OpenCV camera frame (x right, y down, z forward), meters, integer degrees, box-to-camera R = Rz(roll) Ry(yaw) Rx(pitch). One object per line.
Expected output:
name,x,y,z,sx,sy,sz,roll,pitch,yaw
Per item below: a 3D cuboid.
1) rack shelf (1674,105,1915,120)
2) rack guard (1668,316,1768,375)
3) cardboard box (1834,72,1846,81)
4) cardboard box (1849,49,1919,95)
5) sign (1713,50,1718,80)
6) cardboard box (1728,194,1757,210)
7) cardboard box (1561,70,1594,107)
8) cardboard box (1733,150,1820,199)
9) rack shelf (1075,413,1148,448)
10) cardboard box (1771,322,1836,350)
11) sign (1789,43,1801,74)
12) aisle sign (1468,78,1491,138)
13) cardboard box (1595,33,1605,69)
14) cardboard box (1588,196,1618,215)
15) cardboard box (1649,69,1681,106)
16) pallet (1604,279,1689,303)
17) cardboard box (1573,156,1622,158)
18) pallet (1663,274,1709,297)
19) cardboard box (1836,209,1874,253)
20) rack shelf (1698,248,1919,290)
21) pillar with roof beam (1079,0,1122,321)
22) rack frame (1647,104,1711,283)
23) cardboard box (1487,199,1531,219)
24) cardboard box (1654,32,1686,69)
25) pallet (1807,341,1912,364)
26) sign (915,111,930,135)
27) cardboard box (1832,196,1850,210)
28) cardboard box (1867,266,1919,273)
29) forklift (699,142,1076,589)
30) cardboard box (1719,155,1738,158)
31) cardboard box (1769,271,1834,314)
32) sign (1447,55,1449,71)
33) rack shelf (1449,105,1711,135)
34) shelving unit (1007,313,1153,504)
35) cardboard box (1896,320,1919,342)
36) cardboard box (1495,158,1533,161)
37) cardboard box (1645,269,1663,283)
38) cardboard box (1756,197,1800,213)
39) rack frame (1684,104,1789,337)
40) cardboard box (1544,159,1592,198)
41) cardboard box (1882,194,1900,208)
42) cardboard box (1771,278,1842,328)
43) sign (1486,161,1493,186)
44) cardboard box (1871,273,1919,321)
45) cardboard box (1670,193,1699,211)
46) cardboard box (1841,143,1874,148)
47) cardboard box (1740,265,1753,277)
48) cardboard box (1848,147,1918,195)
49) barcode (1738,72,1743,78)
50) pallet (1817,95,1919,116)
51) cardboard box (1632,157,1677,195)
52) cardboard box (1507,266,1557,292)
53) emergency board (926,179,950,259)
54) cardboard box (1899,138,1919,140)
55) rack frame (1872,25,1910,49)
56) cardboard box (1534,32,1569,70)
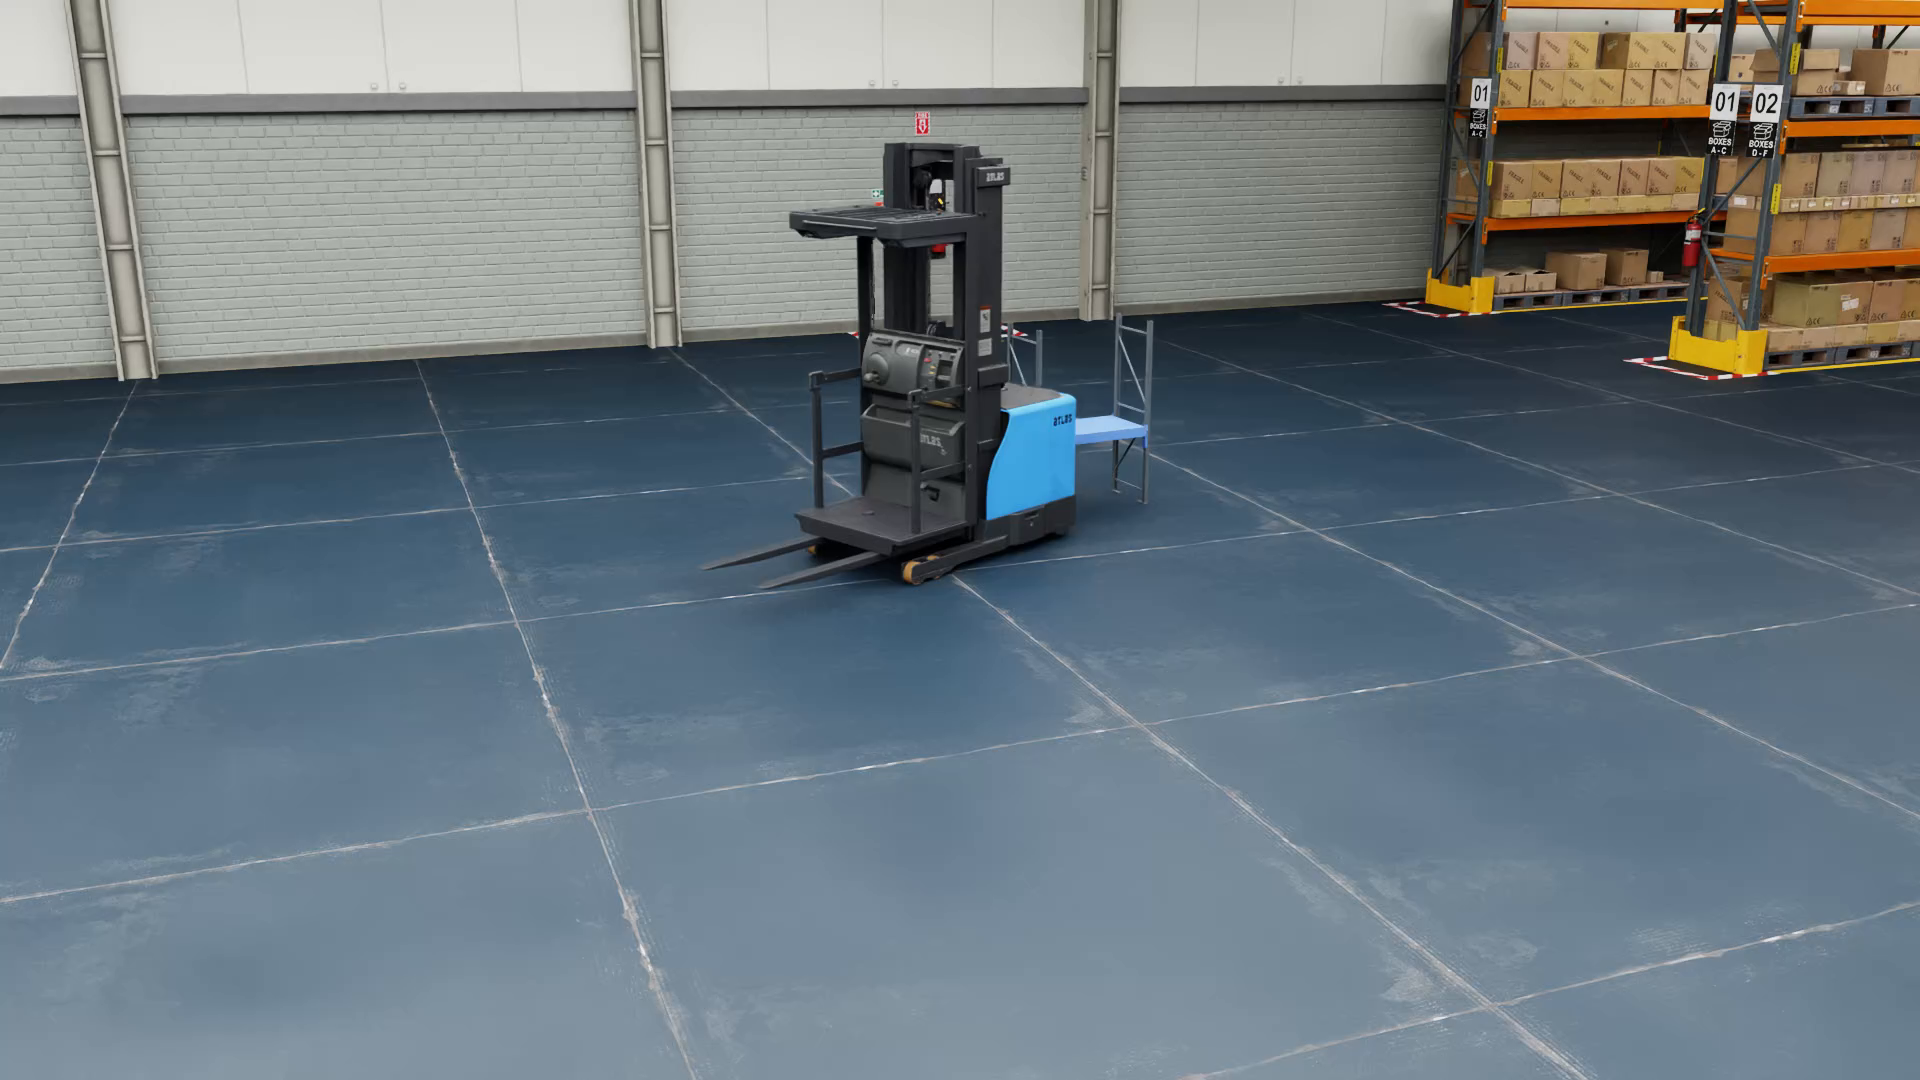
rack shelf,12.741,-6.503,25.372,4.000,0.370,1.077,-6,17,-20
rack guard,8.892,-2.299,19.540,0.348,0.500,1.175,-6,17,-20
cardboard box,9.895,-5.322,19.348,0.500,0.250,0.500,-6,17,-20
cardboard box,10.563,-5.352,19.006,0.500,0.500,0.500,-6,17,-20
sign,8.733,-5.471,19.151,0.005,0.325,0.100,-6,17,-20
cardboard box,9.203,-3.949,19.393,0.250,0.149,0.380,-6,18,-21
cardboard box,8.538,-6.367,23.419,0.500,0.500,0.500,-5,17,-18
cardboard box,9.404,-4.220,19.166,0.500,0.500,0.700,-6,17,-20
rack shelf,0.954,-0.836,13.423,1.000,0.185,0.538,-8,18,-26
cardboard box,9.960,-2.430,19.684,0.500,0.250,0.500,-6,17,-20
sign,9.107,-5.251,18.140,0.005,0.325,0.100,-6,17,-20
aisle sign,7.179,-5.965,22.974,0.004,0.787,0.394,-6,17,-20
cardboard box,8.894,-7.043,23.948,0.500,0.500,0.500,-6,17,-20
cardboard box,9.138,-4.863,24.067,0.500,0.250,0.500,-6,17,-20
cardboard box,10.014,-6.540,24.010,0.500,0.500,0.500,-8,18,-25
pallet,10.259,-3.792,25.137,1.213,0.211,1.003,-6,17,-20
cardboard box,9.408,-5.412,24.605,0.500,0.500,0.500,-6,17,-19
pallet,11.600,-3.948,25.668,1.213,0.211,1.003,-6,17,-20
cardboard box,10.309,-3.695,19.681,0.500,0.500,0.700,-6,17,-20
rack shelf,10.782,-3.357,19.984,4.000,0.370,1.077,-6,17,-20
pillar with roof beam,3.420,-6.243,17.886,0.400,9.000,9.100,-6,17,-20
rack frame,10.874,-5.207,25.007,0.127,3.000,1.000,-6,17,-20
cardboard box,7.708,-4.707,23.535,0.500,0.250,0.500,-7,18,-22
cardboard box,9.992,-7.004,23.813,0.500,0.500,0.500,-5,17,-17
pallet,10.751,-2.373,20.304,1.213,0.211,1.003,-6,17,-20
sign,-0.485,-5.396,21.534,0.199,0.298,0.001,-6,17,-20
cardboard box,10.073,-3.920,19.295,0.250,0.149,0.380,-6,18,-21
cardboard box,11.640,-3.129,20.735,0.500,0.500,0.500,-6,17,-20
forklift,-0.485,-1.255,11.668,1.130,2.935,3.031,15,22,41
cardboard box,11.885,-5.563,25.260,0.500,0.500,0.700,-4,17,-14
cardboard box,10.237,-2.980,20.226,0.500,0.500,0.500,-6,17,-20
sign,6.959,-6.816,23.590,0.005,0.325,0.100,-6,17,-20
rack shelf,9.006,-6.100,23.999,4.000,0.370,1.077,-6,17,-20
shelving unit,0.954,-1.009,13.372,1.048,1.500,0.538,-8,18,-26
cardboard box,11.363,-2.580,20.195,0.500,0.250,0.500,-6,17,-20
cardboard box,7.976,-5.253,24.062,0.500,0.500,0.500,-6,17,-19
cardboard box,10.385,-3.997,25.133,0.250,0.166,0.380,-9,18,-27
cardboard box,9.358,-3.843,19.033,0.250,0.149,0.380,-6,18,-20
rack frame,8.914,-3.501,19.196,0.127,3.000,1.000,-6,17,-20
cardboard box,8.642,-5.168,23.773,0.500,0.500,0.500,-7,18,-22
cardboard box,10.794,-3.998,19.560,0.250,0.149,0.380,-6,17,-20
cardboard box,9.961,-2.789,19.577,0.500,0.500,0.500,-6,17,-20
sign,7.333,-5.077,23.025,0.005,0.325,0.100,-6,17,-20
cardboard box,11.358,-2.943,20.101,0.500,0.500,0.500,-6,17,-20
cardboard box,10.540,-5.017,24.591,0.500,0.250,0.500,-6,17,-20
cardboard box,14.002,-6.102,25.943,0.250,0.149,0.380,-9,19,-29
cardboard box,12.019,-4.363,25.787,0.500,0.500,0.700,-7,18,-21
cardboard box,10.832,-4.376,19.698,0.500,0.500,0.700,-6,17,-20
barcode,9.024,-5.376,19.228,0.075,0.075,0.001,-6,17,-20
pallet,10.725,-5.086,19.428,1.213,0.211,1.003,-6,17,-20
cardboard box,10.079,-5.324,24.303,0.500,0.500,0.500,-6,17,-20
cardboard box,8.349,-3.828,24.303,0.500,0.311,0.500,-5,17,-15
emergency board,-0.441,-4.258,21.774,0.643,1.169,0.194,-6,17,-20
cardboard box,15.424,-6.336,26.778,0.500,0.250,0.500,-7,18,-22
rack frame,14.609,-8.489,25.535,0.127,3.000,1.000,-6,17,-20
cardboard box,8.072,-6.793,23.094,0.500,0.500,0.500,-6,18,-21
